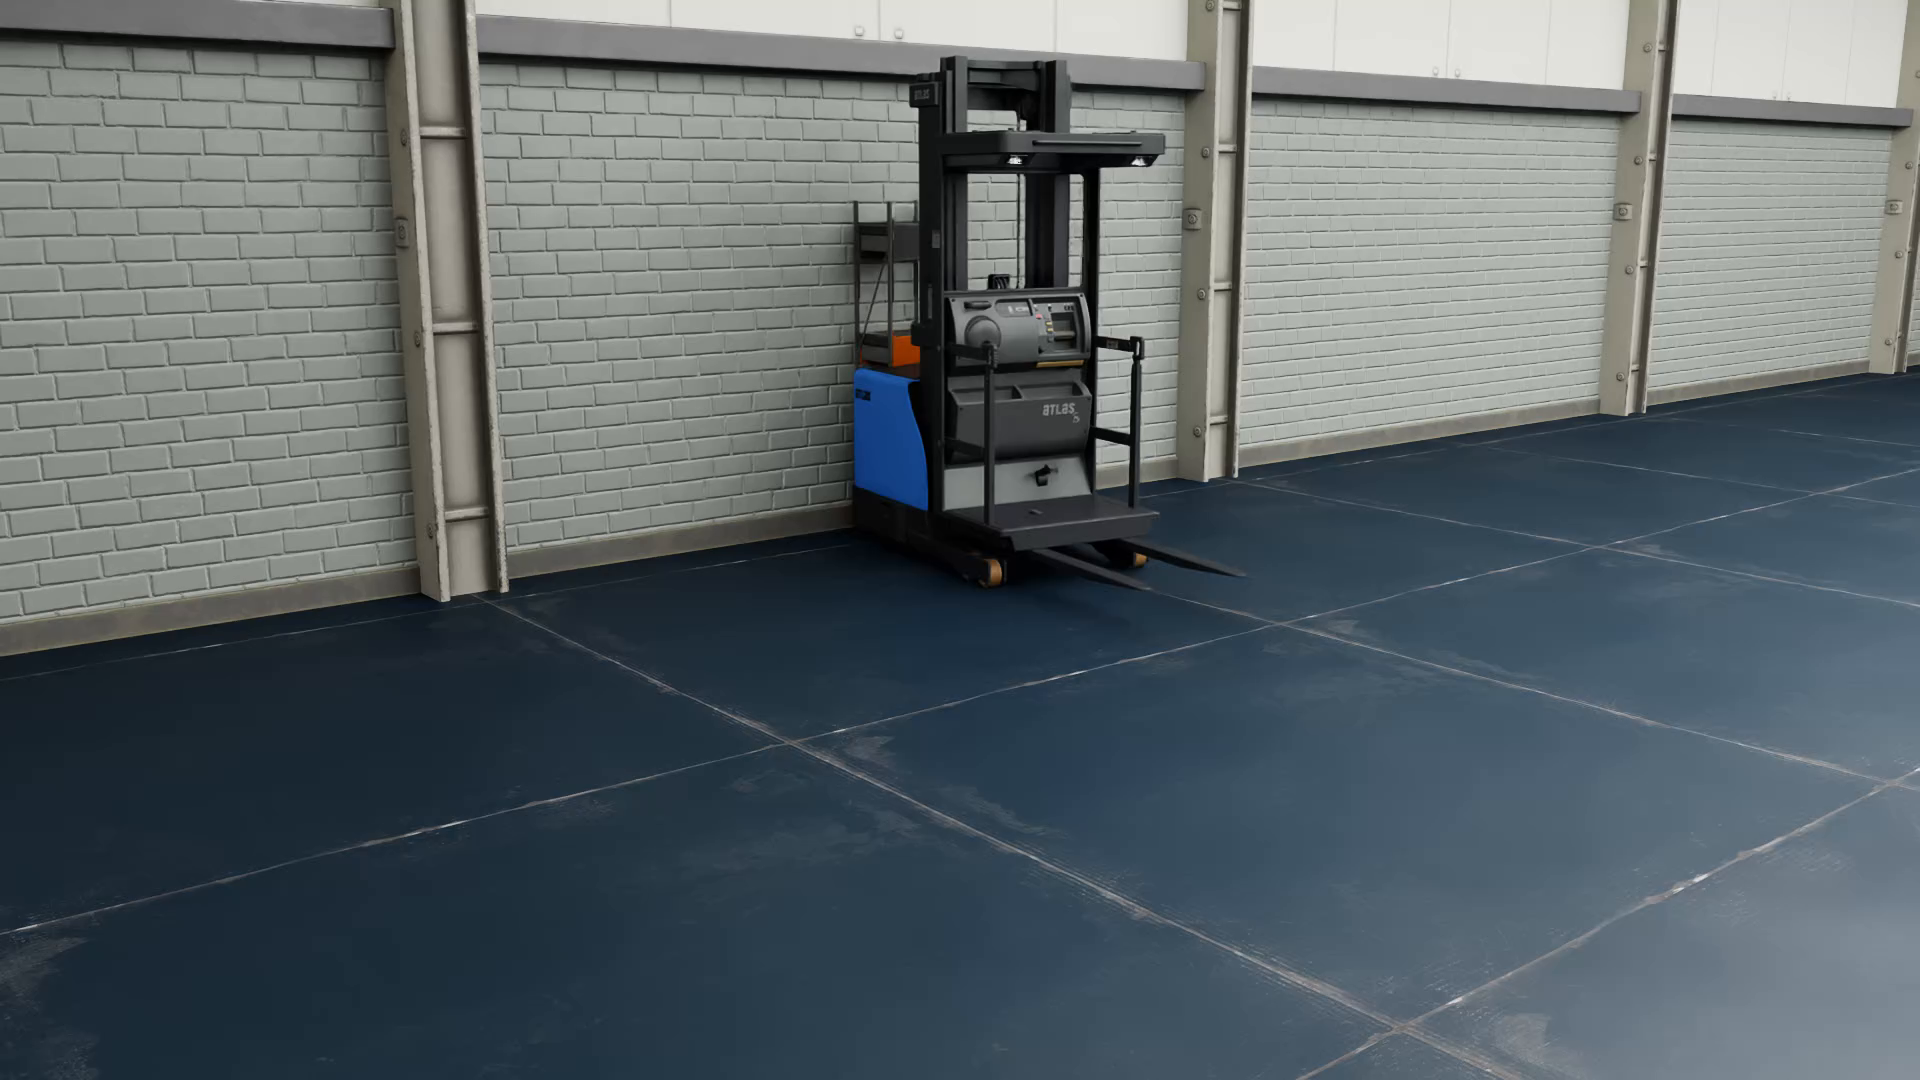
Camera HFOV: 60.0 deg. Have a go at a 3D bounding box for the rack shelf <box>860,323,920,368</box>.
[{"bbox_3d":[-0.363,-1.127,10.839,0.480,0.518,0.431,-10,16,-38],"label":"rack shelf"}]

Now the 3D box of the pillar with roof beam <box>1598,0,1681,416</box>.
[{"bbox_3d":[9.294,-4.974,12.390,0.400,9.000,9.100,-9,15,-38],"label":"pillar with roof beam"}]

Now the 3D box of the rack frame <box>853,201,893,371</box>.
[{"bbox_3d":[-0.554,-1.108,10.687,0.015,2.100,0.400,-10,16,-38],"label":"rack frame"}]

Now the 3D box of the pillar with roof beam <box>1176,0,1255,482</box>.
[{"bbox_3d":[4.609,-4.196,8.724,0.400,9.000,9.100,-9,15,-38],"label":"pillar with roof beam"}]

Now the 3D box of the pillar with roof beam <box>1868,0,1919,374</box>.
[{"bbox_3d":[13.979,-5.753,16.057,0.400,9.000,9.100,-9,15,-38],"label":"pillar with roof beam"}]

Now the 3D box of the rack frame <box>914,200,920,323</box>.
[{"bbox_3d":[-0.172,-1.172,10.985,0.015,2.100,0.400,-10,16,-38],"label":"rack frame"}]

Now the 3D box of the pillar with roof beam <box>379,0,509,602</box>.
[{"bbox_3d":[-0.076,-3.417,5.057,0.400,9.000,9.100,-9,15,-38],"label":"pillar with roof beam"}]

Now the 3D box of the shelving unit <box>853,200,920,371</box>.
[{"bbox_3d":[-0.363,-1.140,10.836,0.503,2.100,0.431,-10,16,-38],"label":"shelving unit"}]

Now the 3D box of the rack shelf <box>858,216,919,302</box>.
[{"bbox_3d":[-0.361,-1.811,10.689,0.480,0.518,0.431,-10,16,-38],"label":"rack shelf"}]

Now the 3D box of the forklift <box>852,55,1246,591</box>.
[{"bbox_3d":[0.463,-1.274,9.573,1.130,2.935,3.031,-7,14,-29],"label":"forklift"}]
